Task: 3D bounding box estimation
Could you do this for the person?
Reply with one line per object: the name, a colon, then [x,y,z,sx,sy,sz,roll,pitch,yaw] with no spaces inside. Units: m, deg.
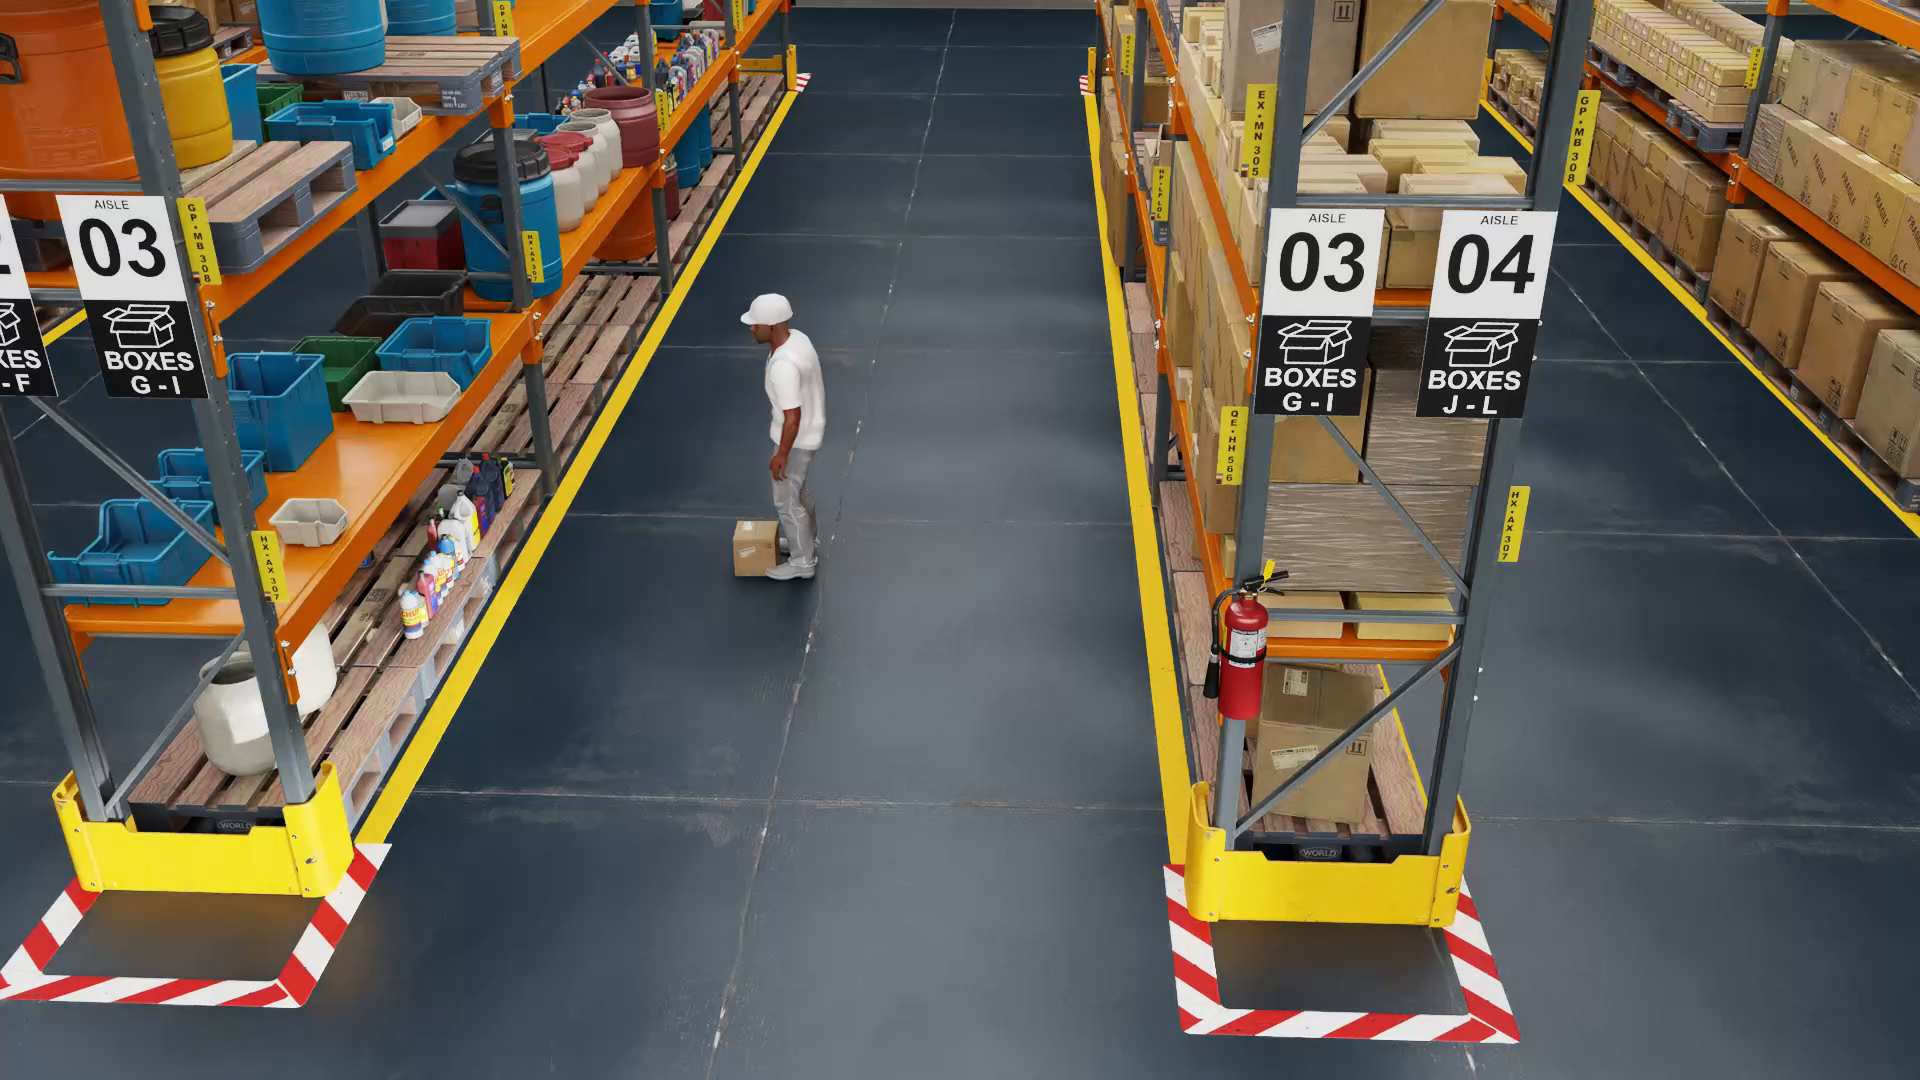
person: [-1.010,-0.612,9.762,0.454,1.761,0.637,0,28,0]
